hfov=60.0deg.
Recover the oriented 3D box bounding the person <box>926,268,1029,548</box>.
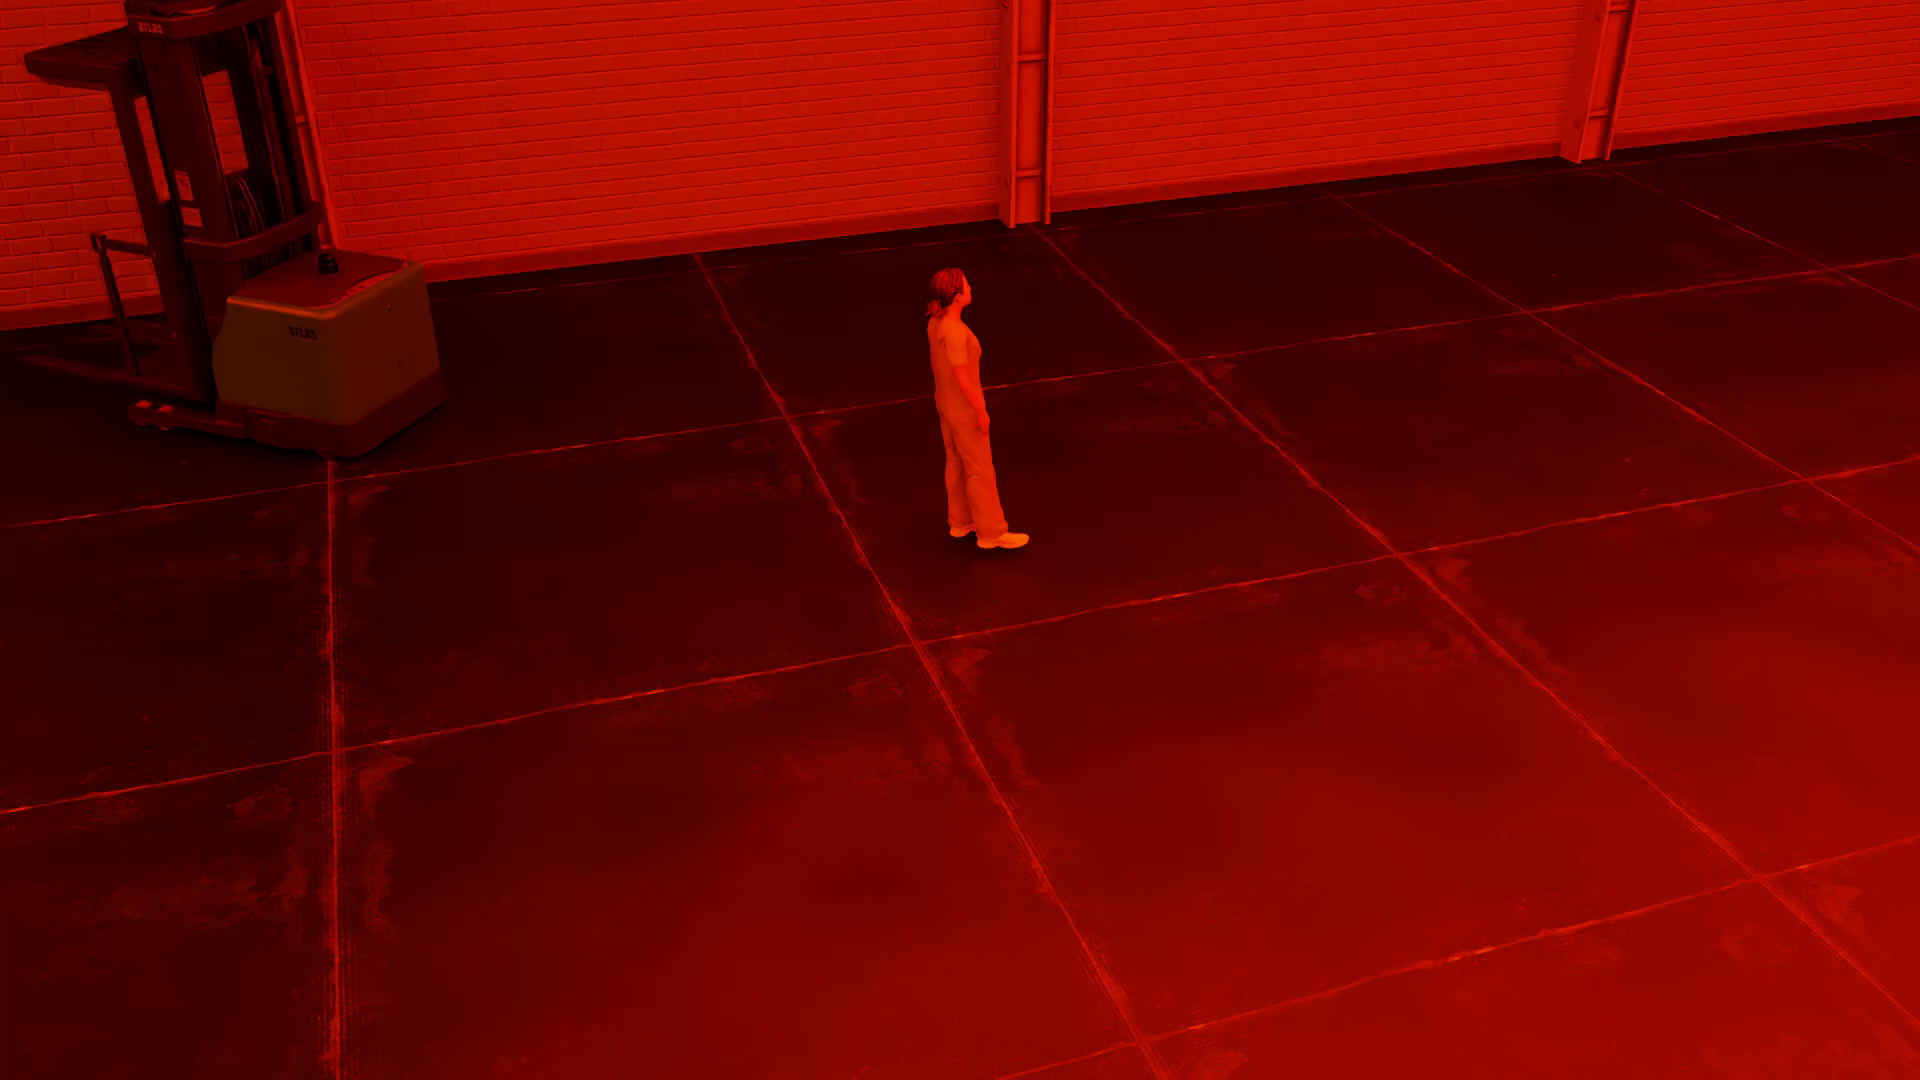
[{"bbox_3d":[0.074,-0.773,9.593,0.549,1.675,0.549,-10,31,-16],"label":"person"}]

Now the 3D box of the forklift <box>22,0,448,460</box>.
[{"bbox_3d":[-5.139,-2.247,10.993,3.031,2.935,1.130,11,32,18],"label":"forklift"}]
